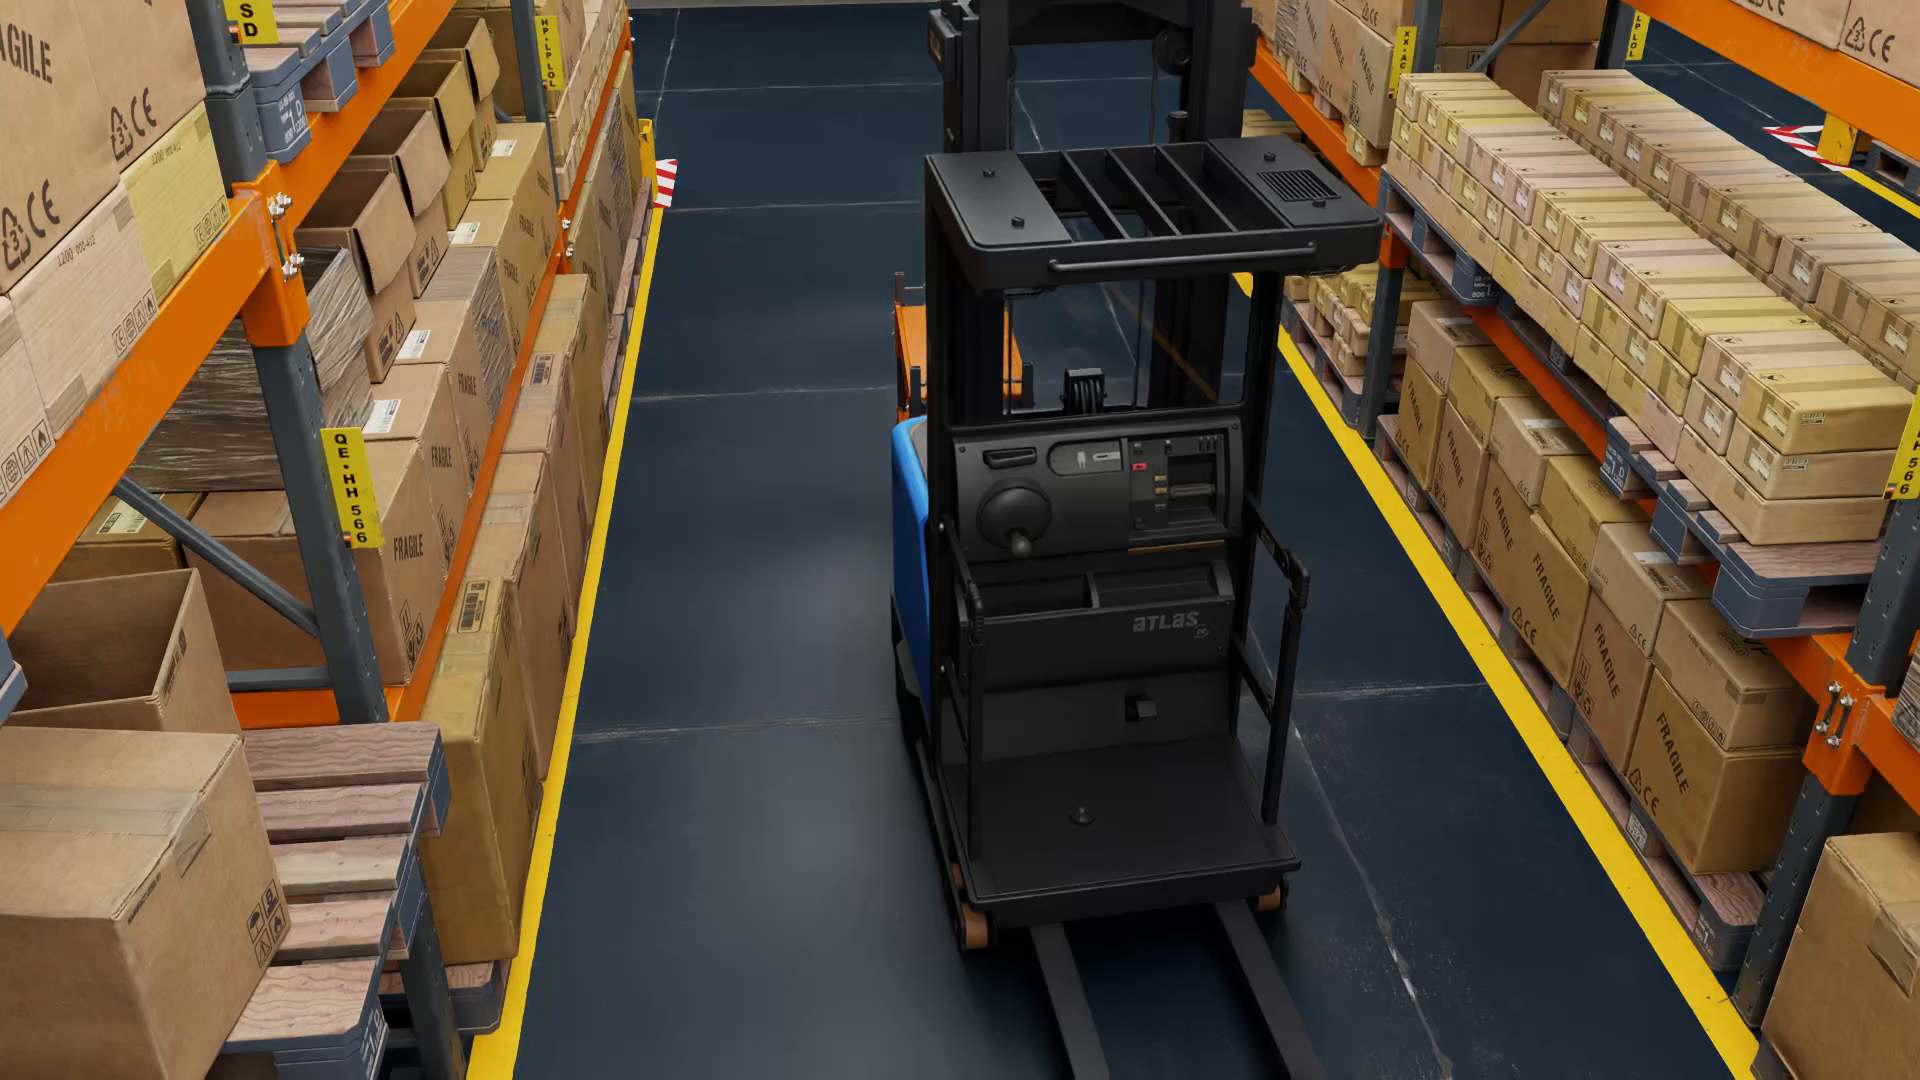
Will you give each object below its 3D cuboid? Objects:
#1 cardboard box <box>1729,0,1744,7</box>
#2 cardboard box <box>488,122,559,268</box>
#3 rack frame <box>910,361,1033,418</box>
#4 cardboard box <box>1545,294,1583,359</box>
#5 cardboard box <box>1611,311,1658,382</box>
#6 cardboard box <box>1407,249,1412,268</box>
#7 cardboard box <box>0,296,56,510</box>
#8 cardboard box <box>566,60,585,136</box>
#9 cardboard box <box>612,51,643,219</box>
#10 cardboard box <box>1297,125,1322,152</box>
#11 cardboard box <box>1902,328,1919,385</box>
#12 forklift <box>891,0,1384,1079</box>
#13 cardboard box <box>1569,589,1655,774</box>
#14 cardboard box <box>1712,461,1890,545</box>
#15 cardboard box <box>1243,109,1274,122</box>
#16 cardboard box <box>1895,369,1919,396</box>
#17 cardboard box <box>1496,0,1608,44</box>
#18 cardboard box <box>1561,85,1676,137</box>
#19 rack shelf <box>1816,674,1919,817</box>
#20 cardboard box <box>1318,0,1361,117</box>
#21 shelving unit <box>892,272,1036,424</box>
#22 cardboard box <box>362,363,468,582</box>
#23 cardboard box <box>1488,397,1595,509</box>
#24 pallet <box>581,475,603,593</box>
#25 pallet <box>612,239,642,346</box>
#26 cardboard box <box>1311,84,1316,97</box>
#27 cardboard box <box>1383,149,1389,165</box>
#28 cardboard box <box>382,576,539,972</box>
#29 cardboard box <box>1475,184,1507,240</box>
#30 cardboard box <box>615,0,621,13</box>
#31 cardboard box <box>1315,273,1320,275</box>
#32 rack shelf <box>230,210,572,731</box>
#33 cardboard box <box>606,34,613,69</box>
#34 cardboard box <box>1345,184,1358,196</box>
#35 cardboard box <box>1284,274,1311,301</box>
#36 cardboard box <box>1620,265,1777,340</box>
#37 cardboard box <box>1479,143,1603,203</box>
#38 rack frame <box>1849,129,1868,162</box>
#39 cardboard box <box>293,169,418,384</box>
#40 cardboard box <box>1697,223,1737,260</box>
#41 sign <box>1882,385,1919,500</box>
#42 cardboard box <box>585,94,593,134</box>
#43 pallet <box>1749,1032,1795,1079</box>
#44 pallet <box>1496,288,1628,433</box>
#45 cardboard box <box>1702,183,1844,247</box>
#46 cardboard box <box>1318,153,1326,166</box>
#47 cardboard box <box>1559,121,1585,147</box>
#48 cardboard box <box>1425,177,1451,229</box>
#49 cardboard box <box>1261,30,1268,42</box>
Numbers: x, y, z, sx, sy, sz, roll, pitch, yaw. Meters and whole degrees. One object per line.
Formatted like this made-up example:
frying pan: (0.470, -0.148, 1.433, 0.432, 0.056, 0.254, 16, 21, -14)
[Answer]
cardboard box: (2.546, -1.934, 5.040, 0.500, 0.500, 0.500, -3, 31, -5)
cardboard box: (-2.052, -1.487, 7.217, 0.500, 0.500, 0.500, -3, 31, -4)
rack frame: (0.047, -0.227, 7.033, 0.500, 1.125, 0.032, -3, 31, -5)
cardboard box: (2.336, -0.771, 5.951, 0.380, 0.149, 0.250, -2, 31, -3)
cardboard box: (2.378, -0.642, 5.445, 0.380, 0.149, 0.250, -3, 31, -4)
cardboard box: (2.668, -1.656, 9.387, 0.380, 0.149, 0.250, -4, 31, -6)
cardboard box: (-1.601, -0.111, 2.231, 0.500, 0.250, 0.500, -2, 31, -3)
cardboard box: (-2.192, -2.240, 8.431, 0.500, 0.250, 0.500, -3, 31, -5)
cardboard box: (-2.602, -2.657, 10.936, 0.875, 0.875, 0.875, -3, 31, -5)
cardboard box: (2.475, -2.721, 11.170, 0.380, 0.149, 0.250, -2, 31, -4)
cardboard box: (3.076, -0.524, 4.957, 0.380, 0.149, 0.250, -4, 31, -6)
forklift: (0.485, -0.112, 5.079, 1.130, 2.935, 3.031, -5, 31, -9)
cardboard box: (2.588, 0.491, 6.032, 0.500, 0.500, 0.500, -2, 31, -3)
cardboard box: (2.451, -0.116, 4.854, 0.380, 0.149, 0.250, -2, 31, -4)
cardboard box: (1.917, -2.826, 11.346, 0.380, 0.149, 0.250, -4, 31, -7)
cardboard box: (3.082, -0.408, 5.054, 0.380, 0.149, 0.250, -1, 31, -2)
cardboard box: (2.781, -2.698, 7.979, 0.500, 0.500, 0.500, -2, 31, -3)
cardboard box: (2.838, -1.851, 7.179, 0.380, 0.149, 0.250, -4, 31, -6)
rack shelf: (3.141, 1.516, 2.988, 1.077, 0.370, 4.000, -3, 31, -5)
cardboard box: (2.207, -2.525, 8.665, 0.500, 0.500, 0.500, -4, 31, -6)
shelving unit: (-0.001, -0.486, 7.467, 0.538, 1.125, 1.048, -3, 31, -5)
cardboard box: (-1.818, -0.195, 5.054, 0.500, 0.500, 0.500, -4, 31, -6)
cardboard box: (2.482, -0.363, 6.729, 0.500, 0.250, 0.500, -2, 31, -3)
pallet: (-2.220, -0.082, 7.682, 1.003, 0.211, 1.213, -3, 31, -5)
pallet: (-2.478, -1.489, 10.037, 1.003, 0.211, 1.213, -3, 31, -5)
cardboard box: (2.197, -2.551, 9.340, 0.380, 0.149, 0.250, -3, 31, -5)
cardboard box: (2.321, -1.883, 8.222, 0.380, 0.149, 0.250, -3, 31, -5)
cardboard box: (-2.037, 0.751, 5.230, 1.225, 0.875, 0.875, -4, 31, -7)
cardboard box: (2.262, -1.298, 6.544, 0.380, 0.149, 0.250, -2, 31, -3)
cardboard box: (-2.431, -3.541, 10.609, 0.500, 0.250, 0.500, -3, 31, -5)
cardboard box: (2.229, -1.492, 9.403, 0.380, 0.149, 0.250, -2, 31, -4)
rack shelf: (-2.180, -0.340, 6.095, 1.077, 0.370, 4.000, -3, 31, -5)
cardboard box: (-2.283, -2.917, 9.953, 0.380, 0.149, 0.250, -3, 31, -6)
cardboard box: (2.179, -2.031, 10.016, 0.380, 0.149, 0.250, -3, 31, -4)
cardboard box: (2.108, -1.524, 9.748, 0.380, 0.149, 0.250, -3, 31, -5)
cardboard box: (2.378, -0.768, 5.366, 0.380, 0.149, 0.250, -2, 31, -3)
cardboard box: (2.258, -1.429, 6.473, 0.380, 0.149, 0.250, -3, 31, -5)
rack frame: (7.126, -4.187, 11.834, 1.000, 3.000, 0.127, -3, 31, -5)
cardboard box: (-2.104, -0.808, 5.102, 0.797, 0.503, 0.637, -2, 31, -3)
cardboard box: (2.958, -1.065, 6.153, 0.380, 0.149, 0.250, -2, 31, -3)
sign: (2.415, -0.246, 4.185, 0.100, 0.325, 0.005, -3, 31, -5)
cardboard box: (-2.164, -2.262, 8.857, 0.380, 0.149, 0.250, -3, 31, -5)
pallet: (2.953, 1.790, 4.548, 1.003, 0.211, 1.213, -3, 31, -5)
pallet: (2.728, -0.740, 6.251, 1.003, 0.211, 1.213, -3, 31, -5)
cardboard box: (2.960, -1.185, 6.064, 0.380, 0.149, 0.250, -3, 31, -5)
cardboard box: (2.591, -2.461, 11.026, 0.380, 0.149, 0.250, -4, 31, -7)
cardboard box: (2.840, -1.728, 7.263, 0.380, 0.149, 0.250, -3, 31, -4)
cardboard box: (2.211, -1.436, 7.064, 0.380, 0.149, 0.250, -3, 31, -4)
cardboard box: (2.108, -3.215, 10.453, 0.380, 0.149, 0.250, -1, 31, -2)
